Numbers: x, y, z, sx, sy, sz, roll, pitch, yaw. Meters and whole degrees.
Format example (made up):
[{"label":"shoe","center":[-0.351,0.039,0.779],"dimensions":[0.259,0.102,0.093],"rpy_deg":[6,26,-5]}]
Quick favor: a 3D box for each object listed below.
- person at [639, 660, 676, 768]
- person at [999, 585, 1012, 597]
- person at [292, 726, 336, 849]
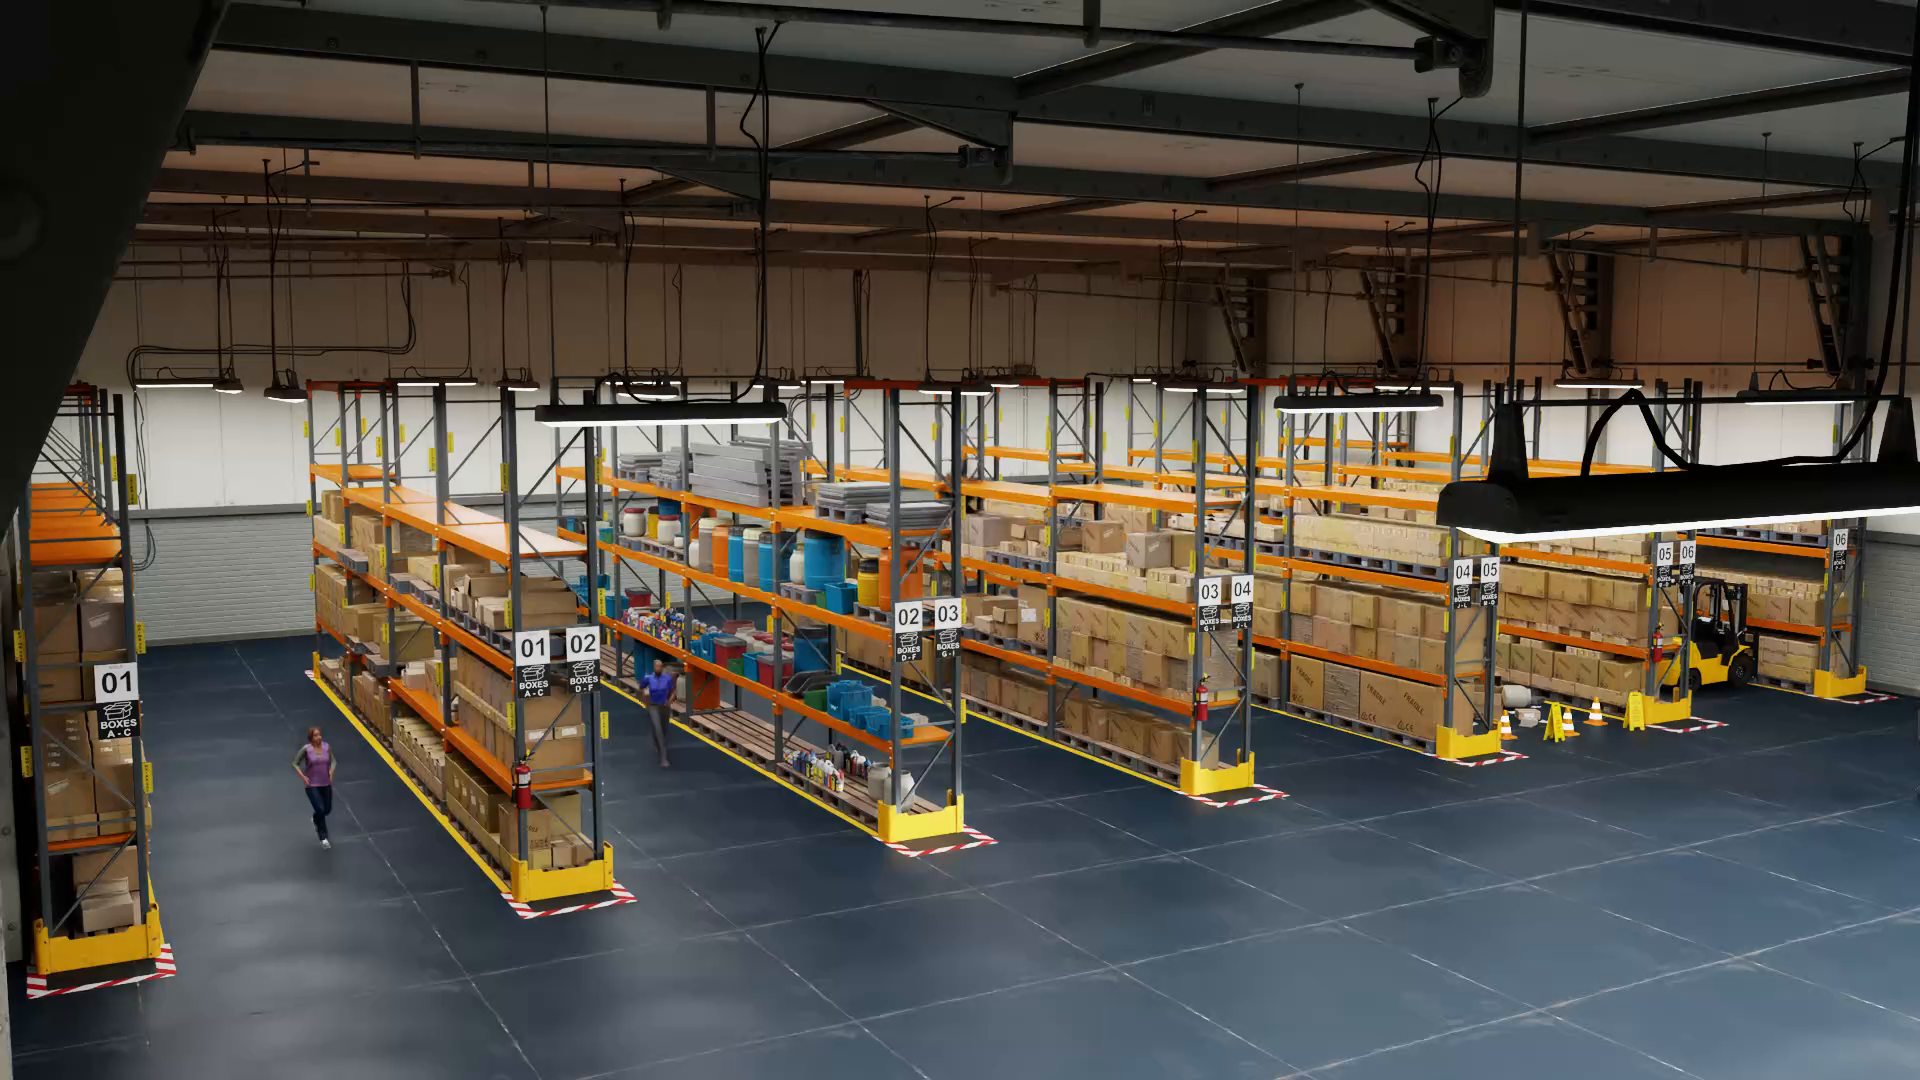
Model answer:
[{"label":"person","center":[-4.805,2.764,26.526],"dimensions":[0.547,1.586,1.069],"rpy_deg":[-3,7,-29]},{"label":"person","center":[1.134,1.013,41.956],"dimensions":[0.512,1.731,0.736],"rpy_deg":[2,6,18]},{"label":"person","center":[-8.477,3.228,21.876],"dimensions":[0.547,1.588,0.669],"rpy_deg":[-5,8,-41]}]
